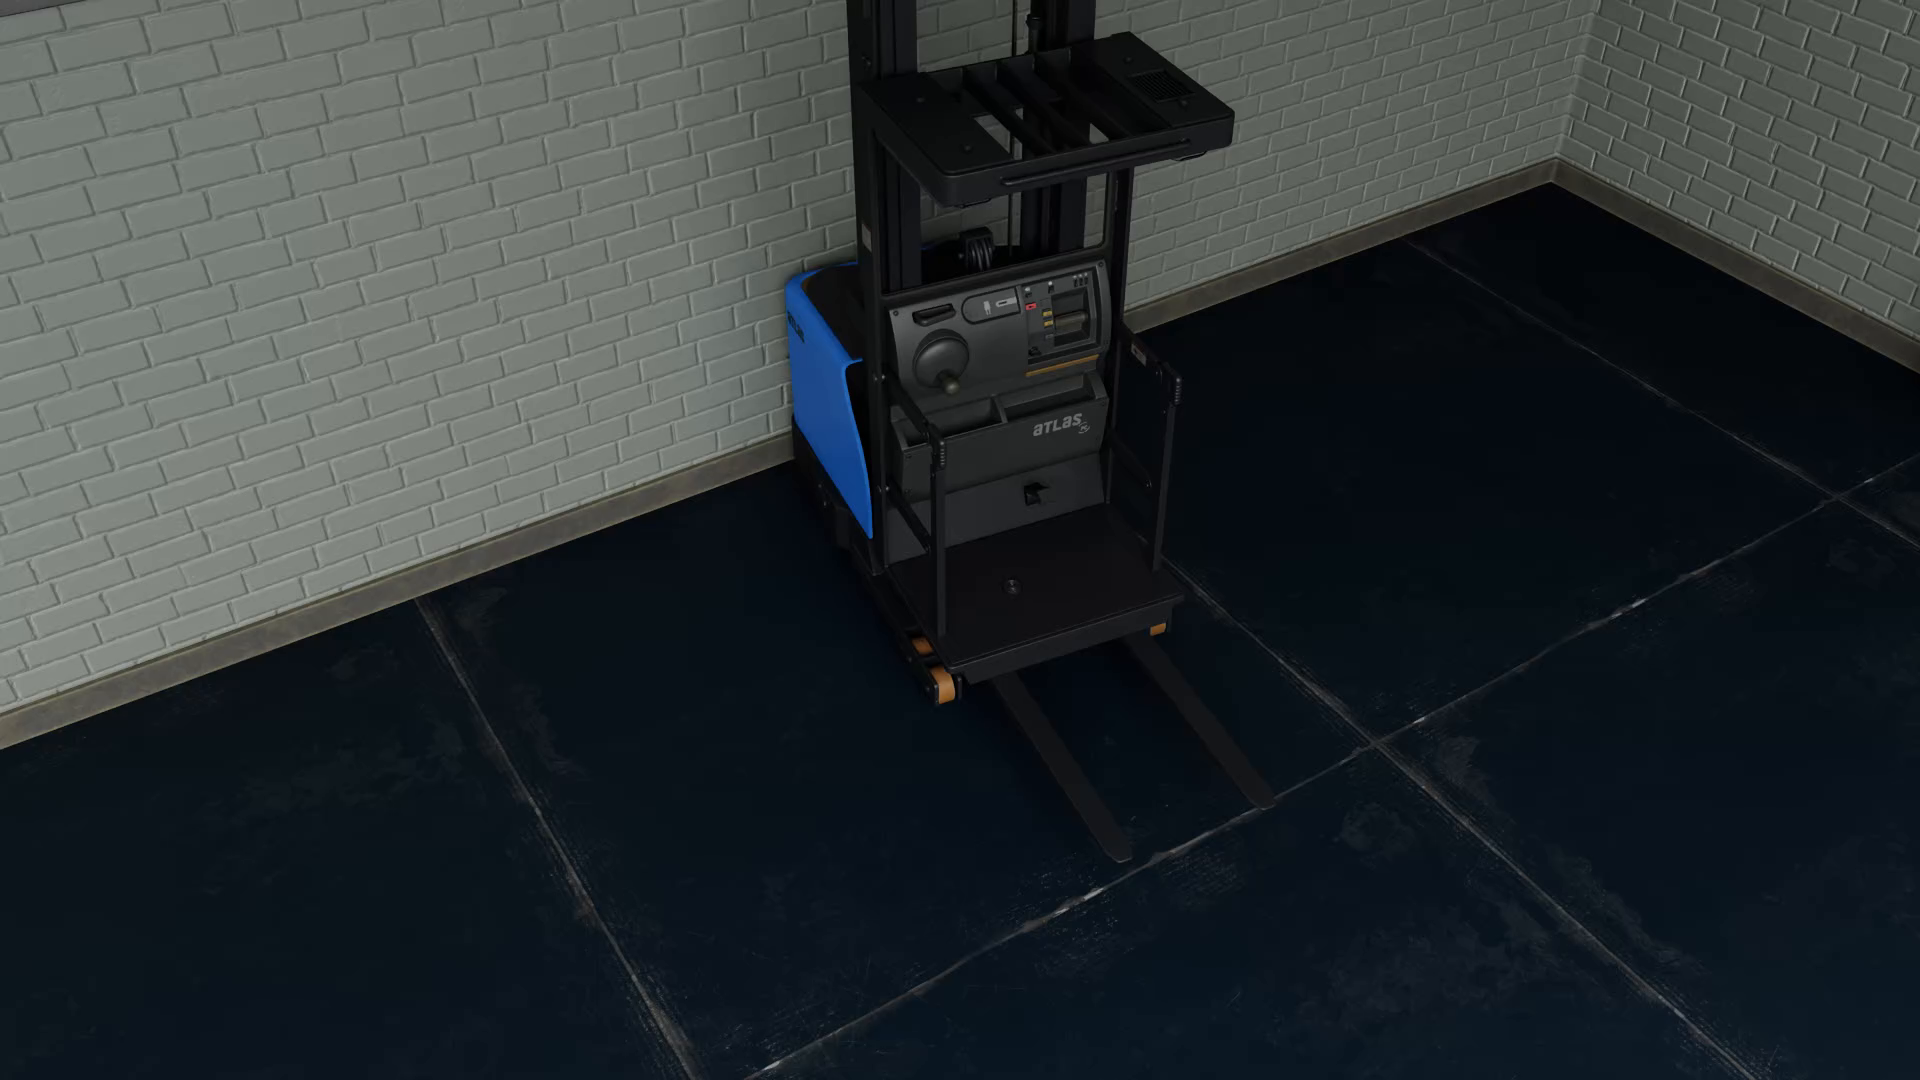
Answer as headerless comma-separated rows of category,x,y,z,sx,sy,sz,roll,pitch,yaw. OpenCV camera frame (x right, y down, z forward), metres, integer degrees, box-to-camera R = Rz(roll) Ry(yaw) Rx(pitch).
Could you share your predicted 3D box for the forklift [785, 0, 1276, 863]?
forklift,0.257,-0.760,6.373,1.130,2.935,3.031,-16,42,-18
